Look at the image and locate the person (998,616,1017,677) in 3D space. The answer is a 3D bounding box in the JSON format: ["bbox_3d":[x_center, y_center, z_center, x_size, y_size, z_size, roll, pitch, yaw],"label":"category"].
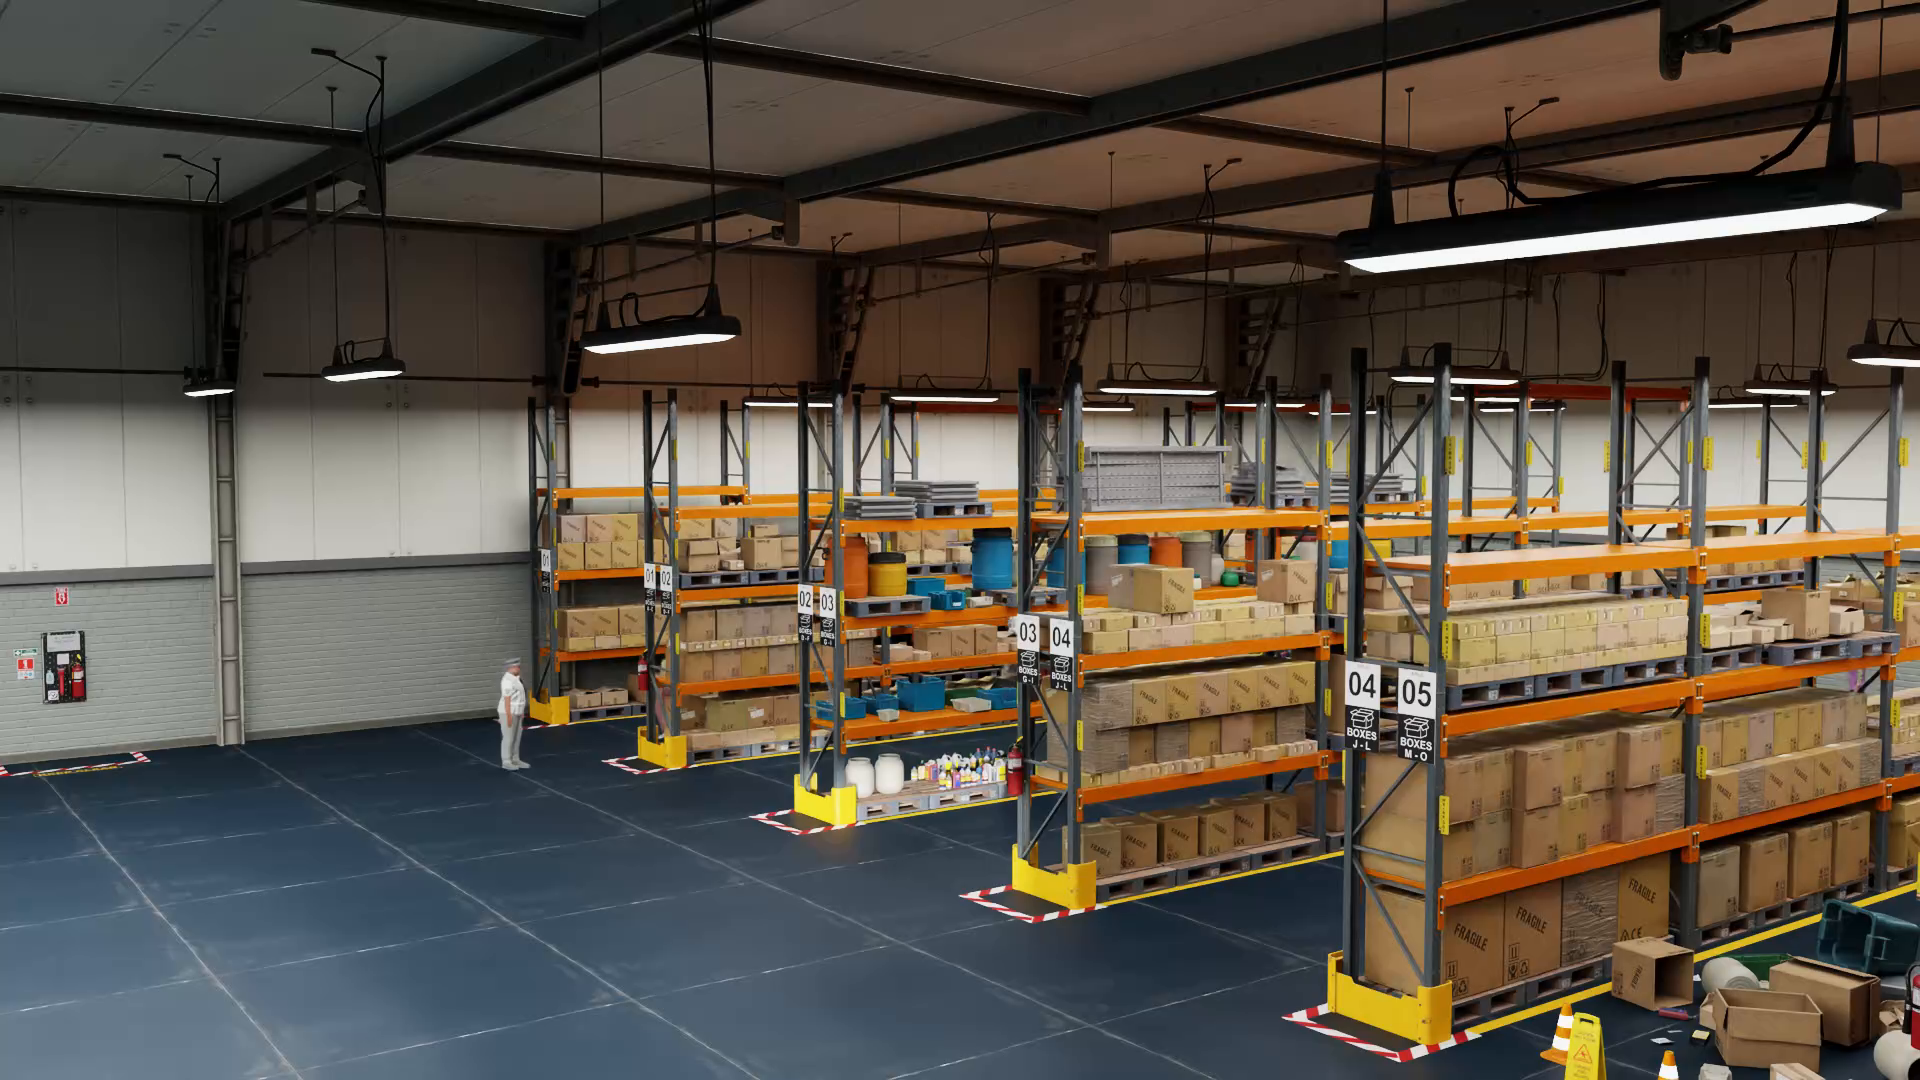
[{"bbox_3d":[1.082,2.088,35.282,0.708,1.706,0.544,-1,3,-10],"label":"person"}]

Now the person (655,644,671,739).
[{"bbox_3d":[-5.064,2.615,28.967,0.365,1.685,0.483,3,4,38],"label":"person"}]

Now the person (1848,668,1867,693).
[{"bbox_3d":[15.847,2.639,29.264,0.707,1.590,0.419,2,4,26],"label":"person"}]

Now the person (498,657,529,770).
[{"bbox_3d":[-7.061,2.737,26.202,0.423,1.767,0.552,0,3,1],"label":"person"}]
